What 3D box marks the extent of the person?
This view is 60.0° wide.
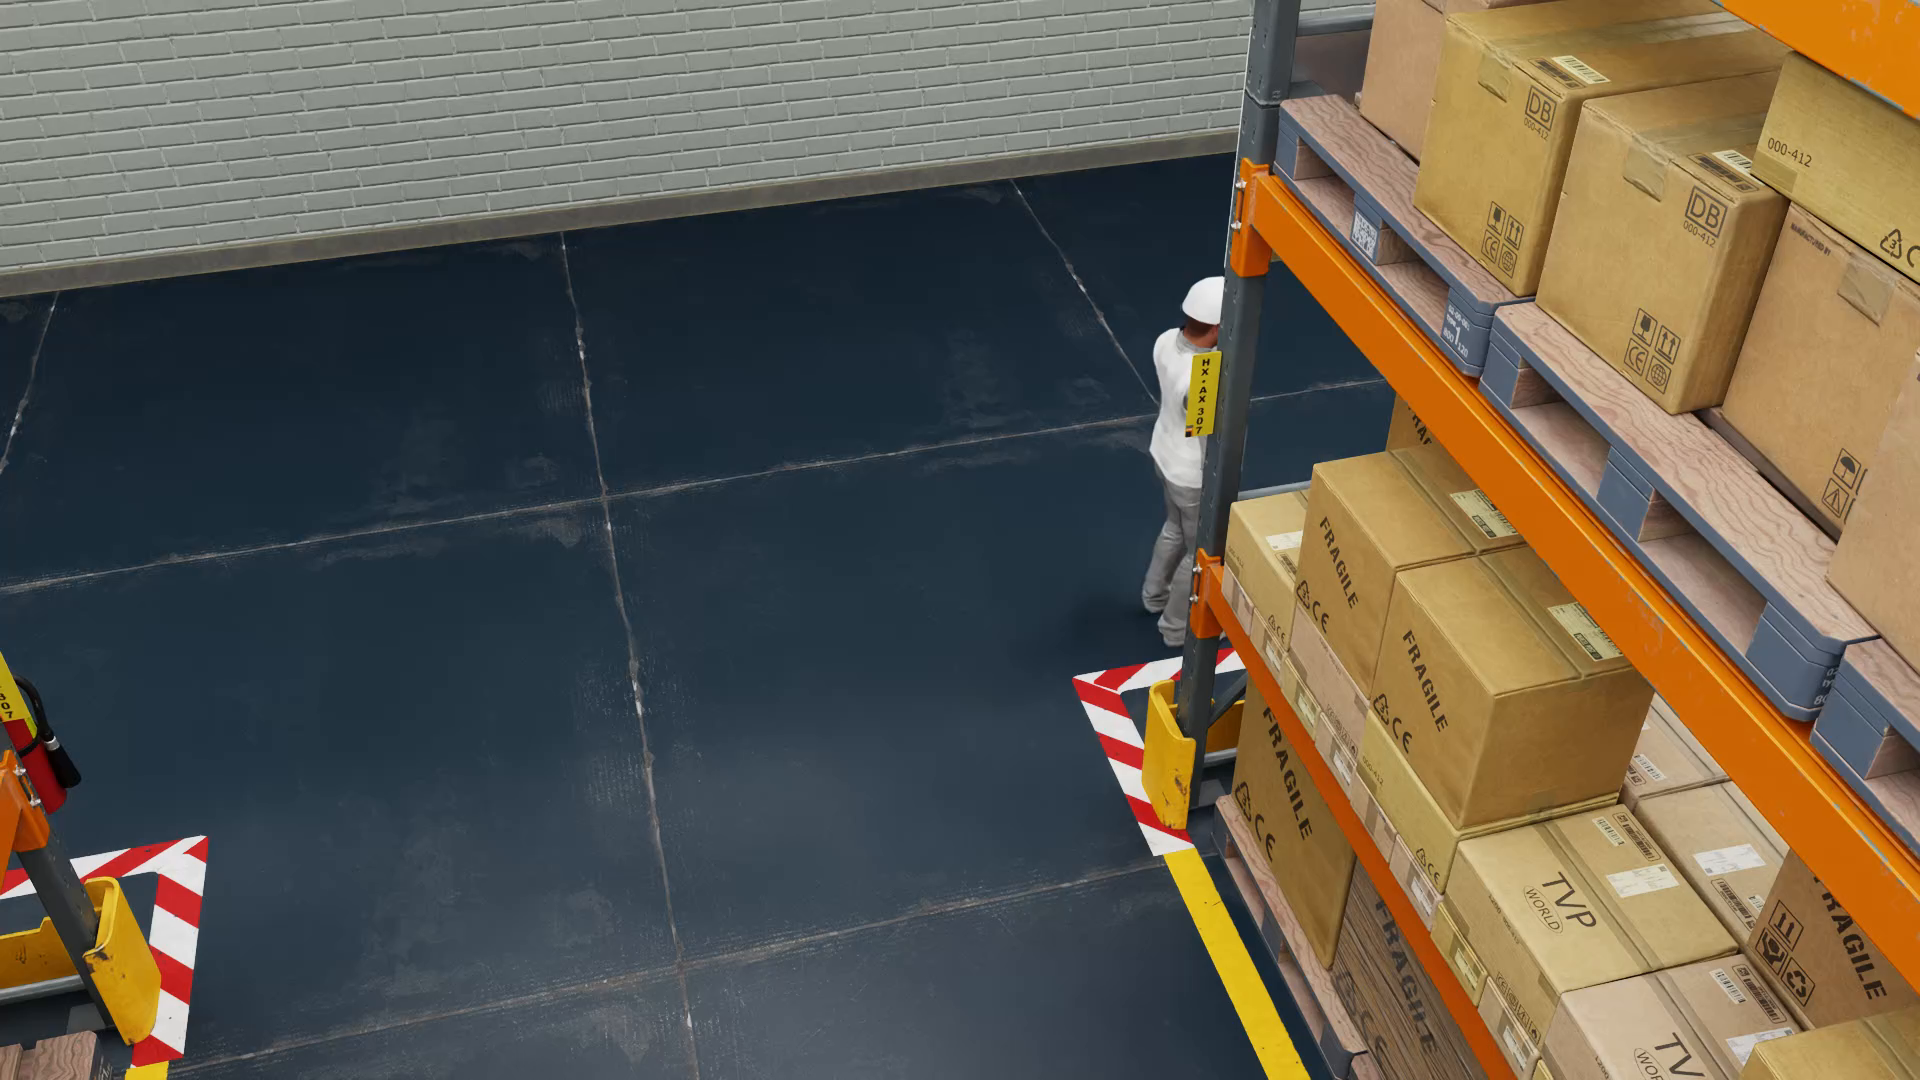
[{"bbox_3d":[1.003,-0.335,7.138,0.356,1.768,0.534,-9,39,-11],"label":"person"}]
